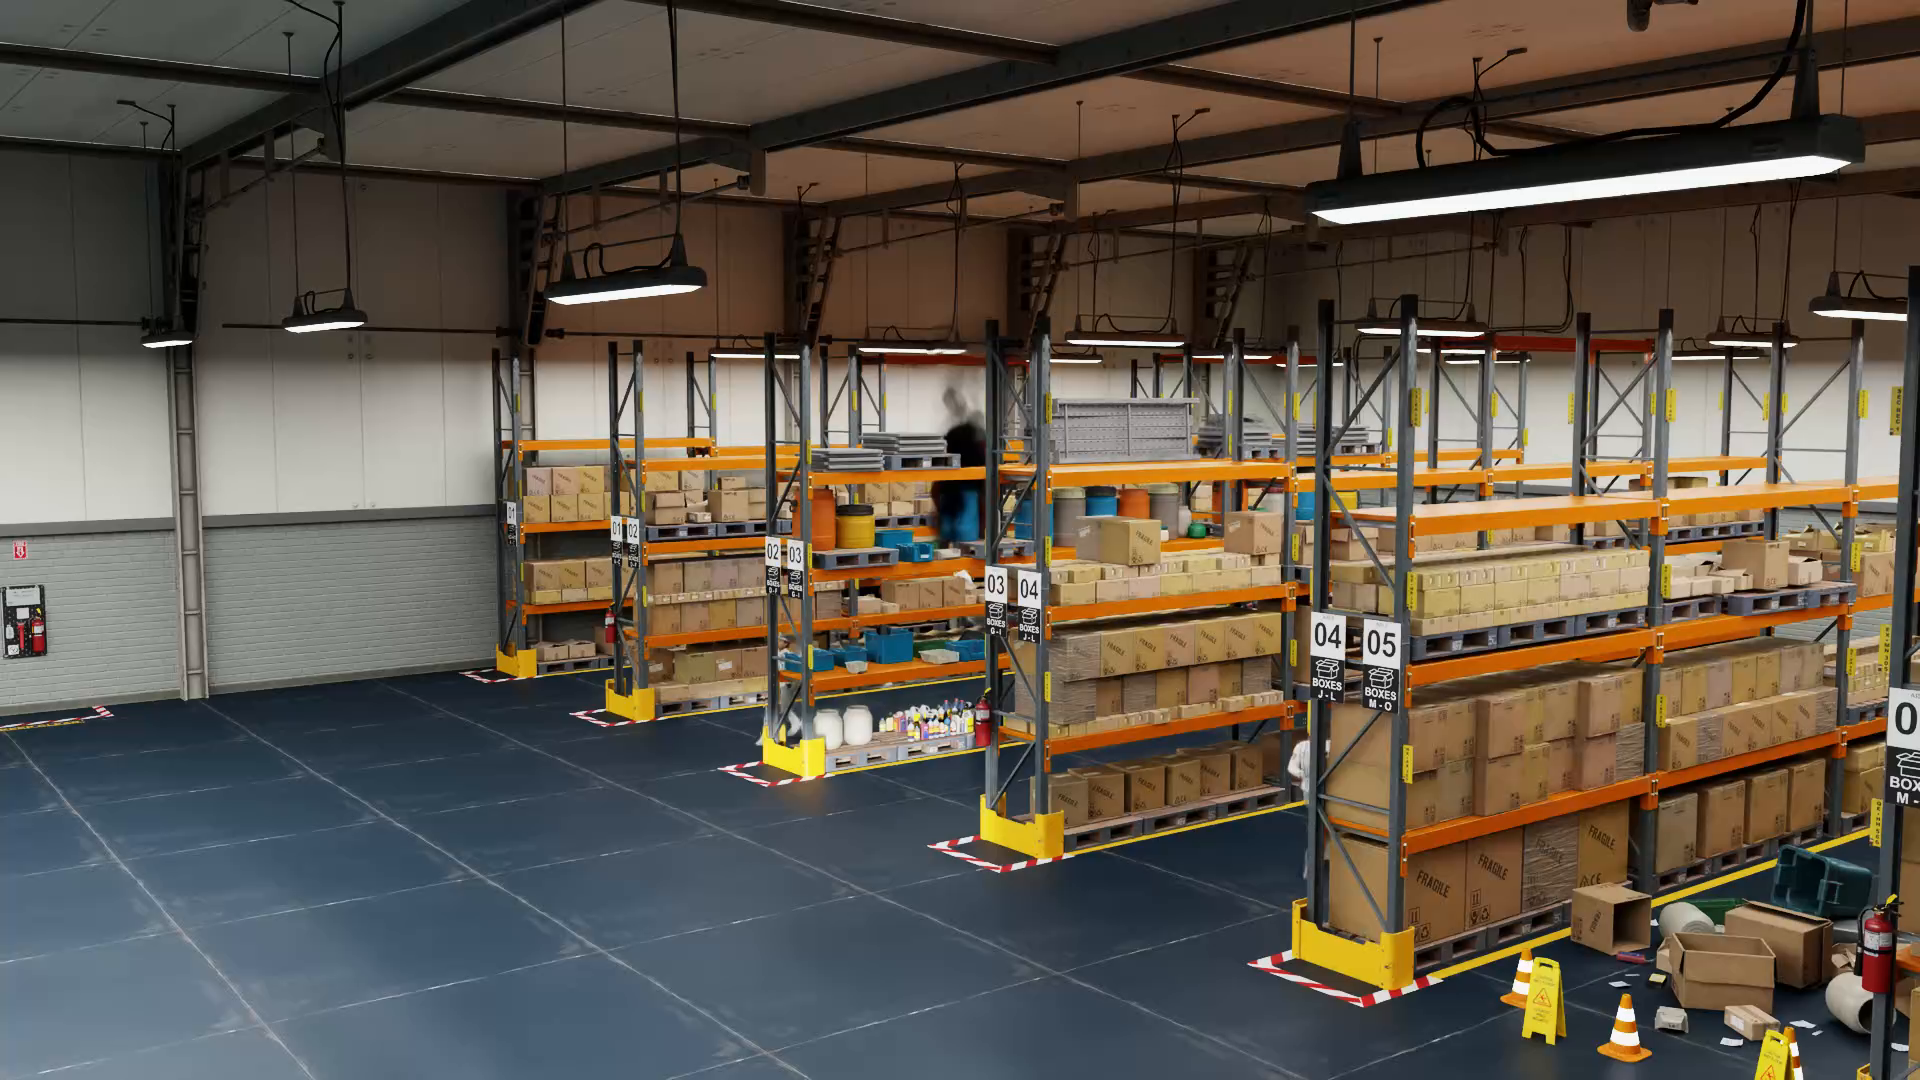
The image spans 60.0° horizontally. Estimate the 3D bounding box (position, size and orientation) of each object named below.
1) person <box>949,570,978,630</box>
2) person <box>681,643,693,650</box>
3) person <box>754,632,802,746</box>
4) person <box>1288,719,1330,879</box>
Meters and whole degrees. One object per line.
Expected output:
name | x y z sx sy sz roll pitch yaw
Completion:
person | 0.039 1.248 34.238 0.890 1.782 0.653 -4 6 -37
person | -4.712 1.700 29.491 0.906 1.819 0.710 -5 7 -42
person | -2.607 2.185 24.588 0.640 1.706 0.853 4 7 41
person | 3.894 2.753 18.006 0.638 1.728 0.830 3 6 31
